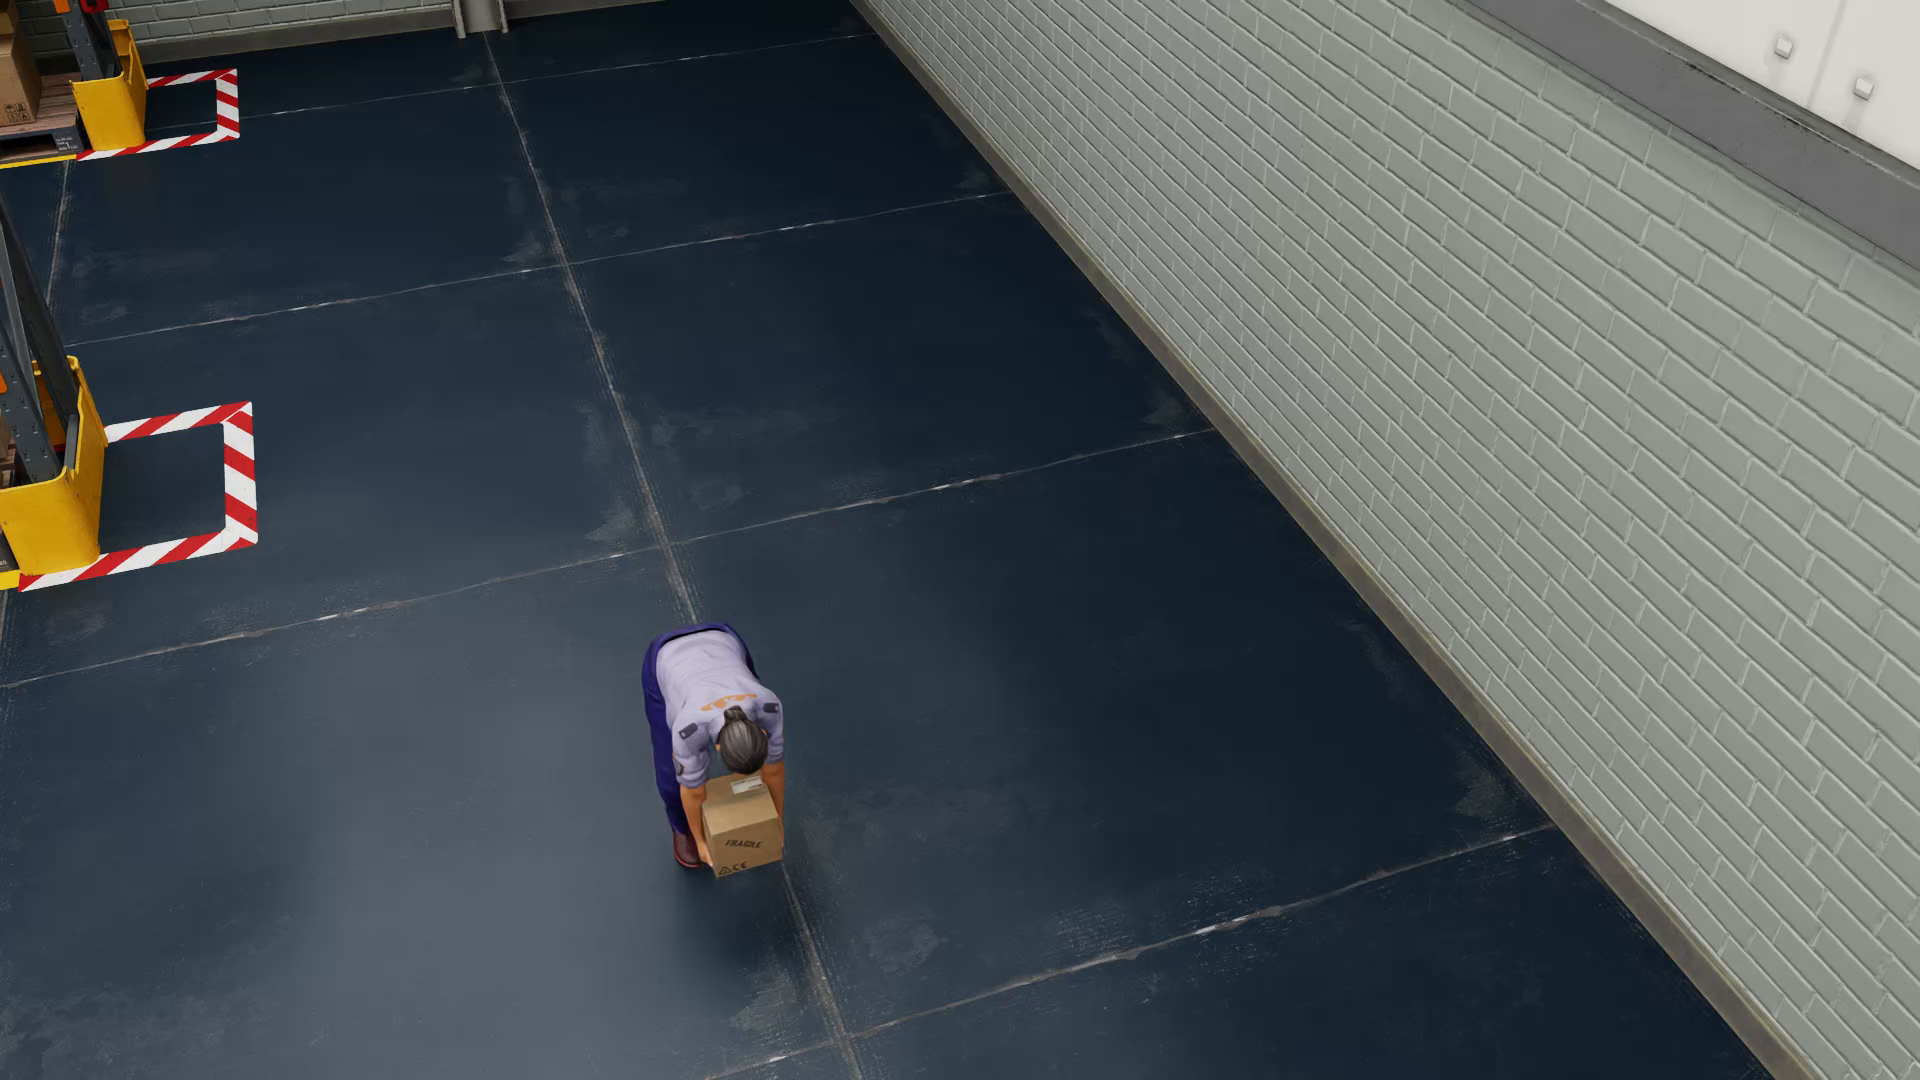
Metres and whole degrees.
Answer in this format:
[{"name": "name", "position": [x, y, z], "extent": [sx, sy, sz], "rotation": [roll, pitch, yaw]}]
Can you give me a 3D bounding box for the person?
[{"name": "person", "position": [-0.867, 0.868, 6.124], "extent": [0.460, 1.111, 0.853], "rotation": [-14, 40, -17]}]
